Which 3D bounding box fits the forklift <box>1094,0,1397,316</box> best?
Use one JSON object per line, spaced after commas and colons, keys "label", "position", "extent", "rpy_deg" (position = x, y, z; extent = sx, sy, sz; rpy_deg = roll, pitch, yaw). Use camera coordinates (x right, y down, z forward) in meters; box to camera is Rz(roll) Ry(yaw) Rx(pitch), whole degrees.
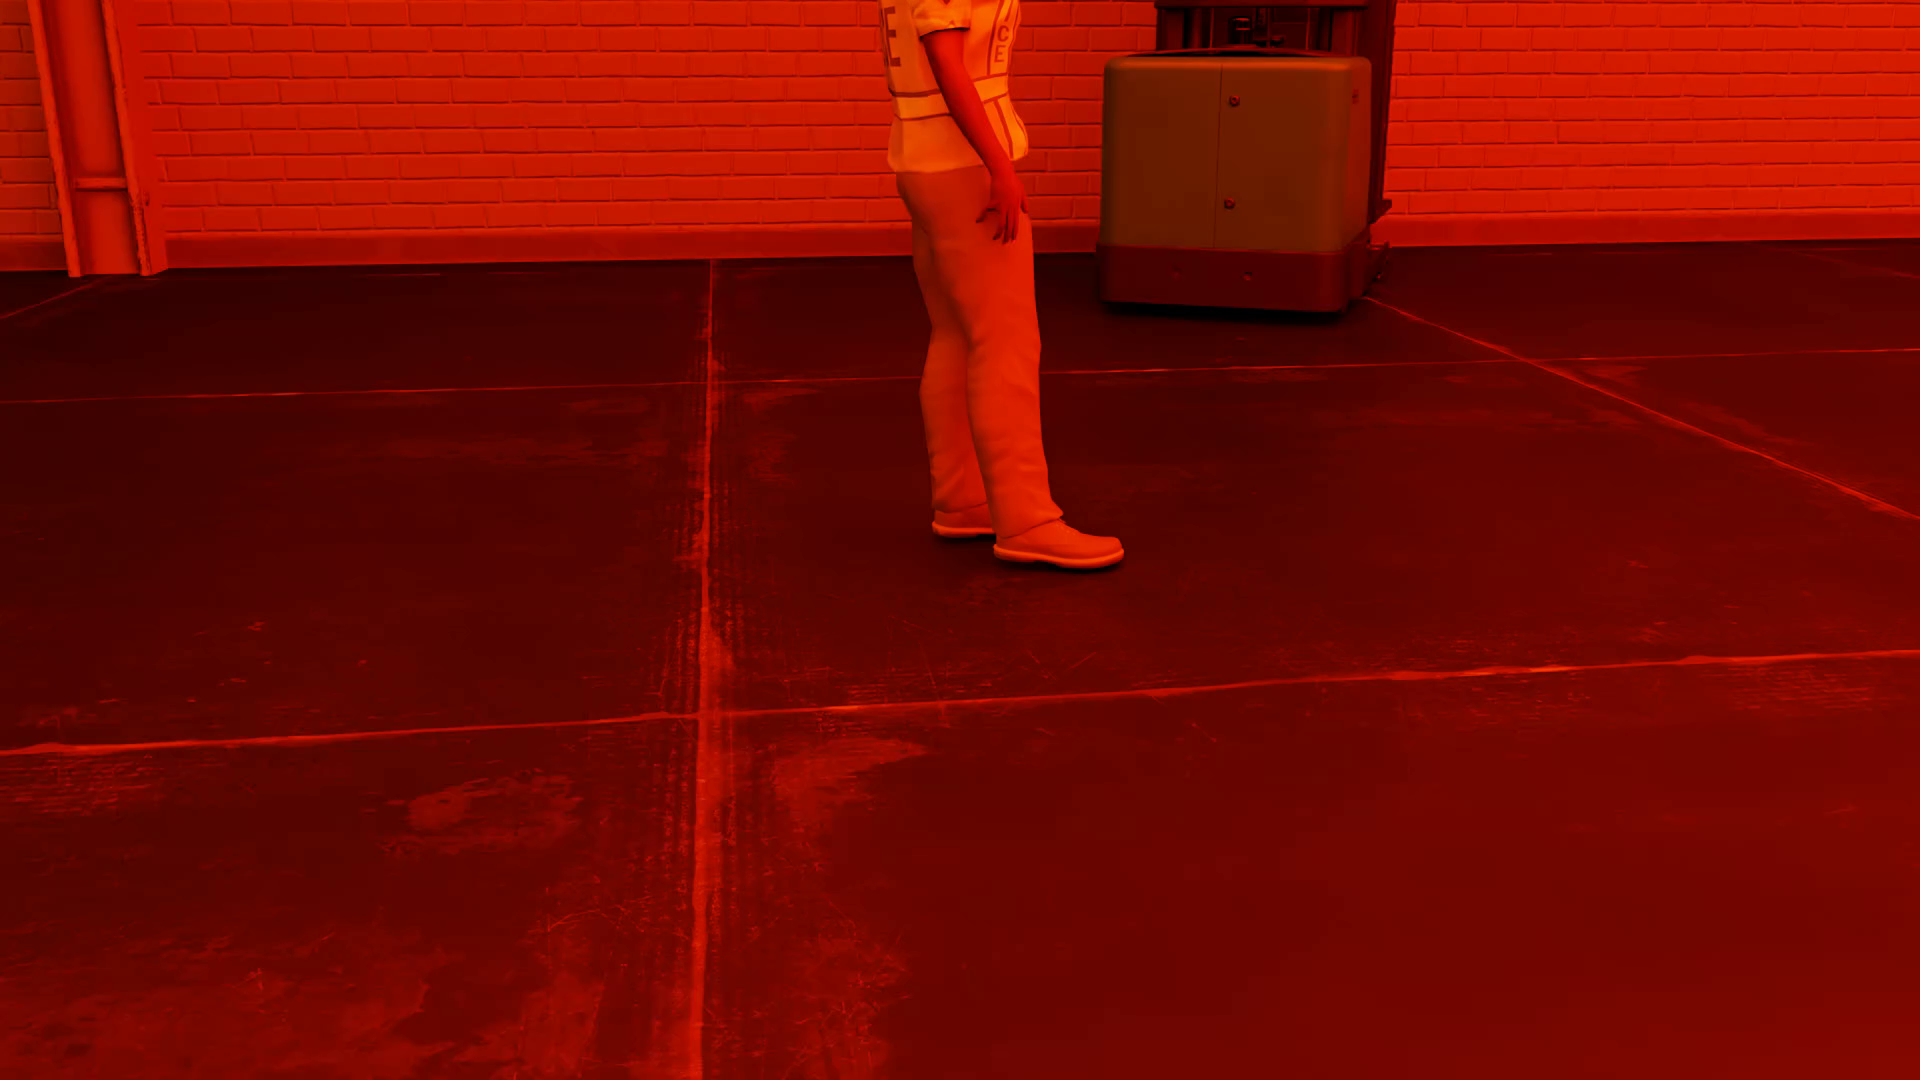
{"label": "forklift", "position": [1.543, -2.723, 7.923], "extent": [1.130, 2.935, 3.031], "rpy_deg": [6, 18, 18]}

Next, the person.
{"label": "person", "position": [0.077, -0.815, 3.711], "extent": [0.528, 1.693, 0.569], "rpy_deg": [-2, 17, -8]}
